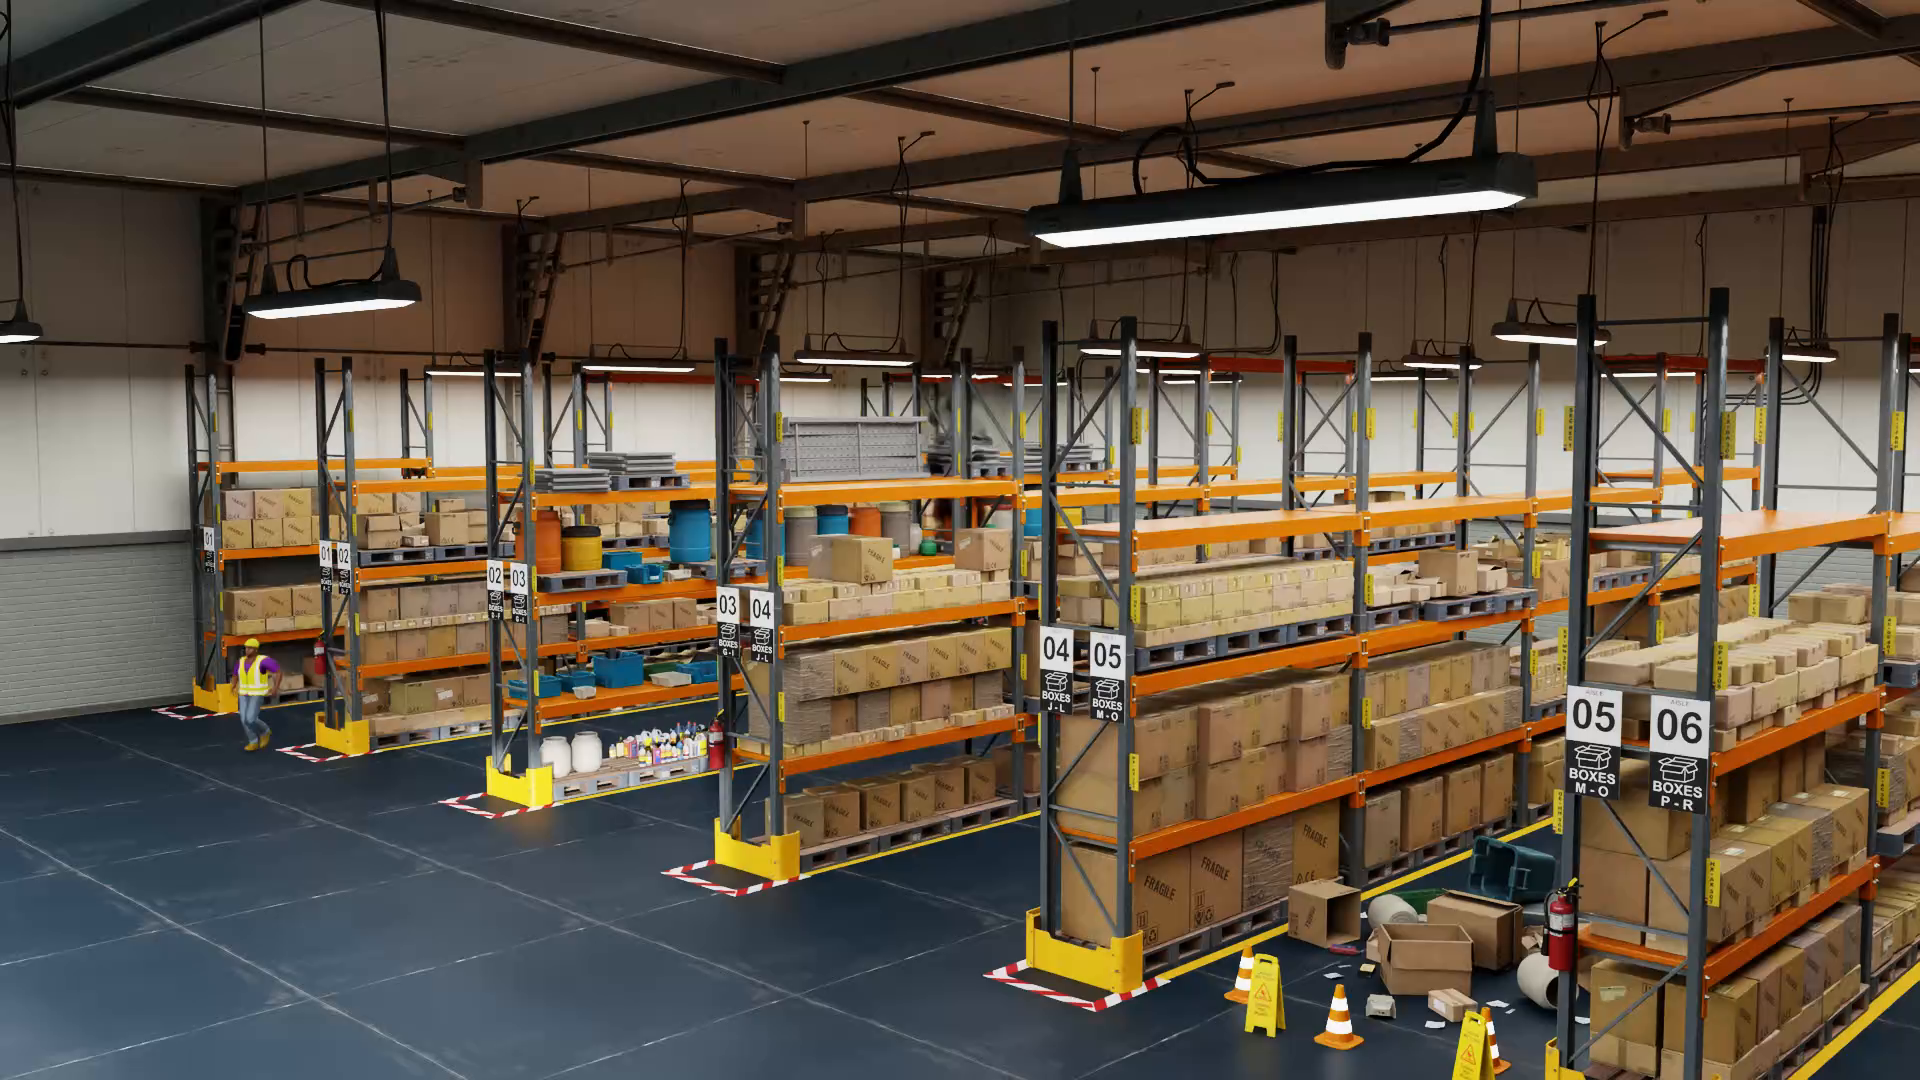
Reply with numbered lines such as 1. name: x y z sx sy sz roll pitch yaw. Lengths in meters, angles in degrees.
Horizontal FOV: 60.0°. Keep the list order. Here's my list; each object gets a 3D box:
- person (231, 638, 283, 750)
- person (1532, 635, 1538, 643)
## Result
1. person: -10.774 2.359 25.319 0.745 1.725 0.545 1 4 10
2. person: 9.022 2.336 26.101 0.889 1.710 0.574 -3 5 -36
